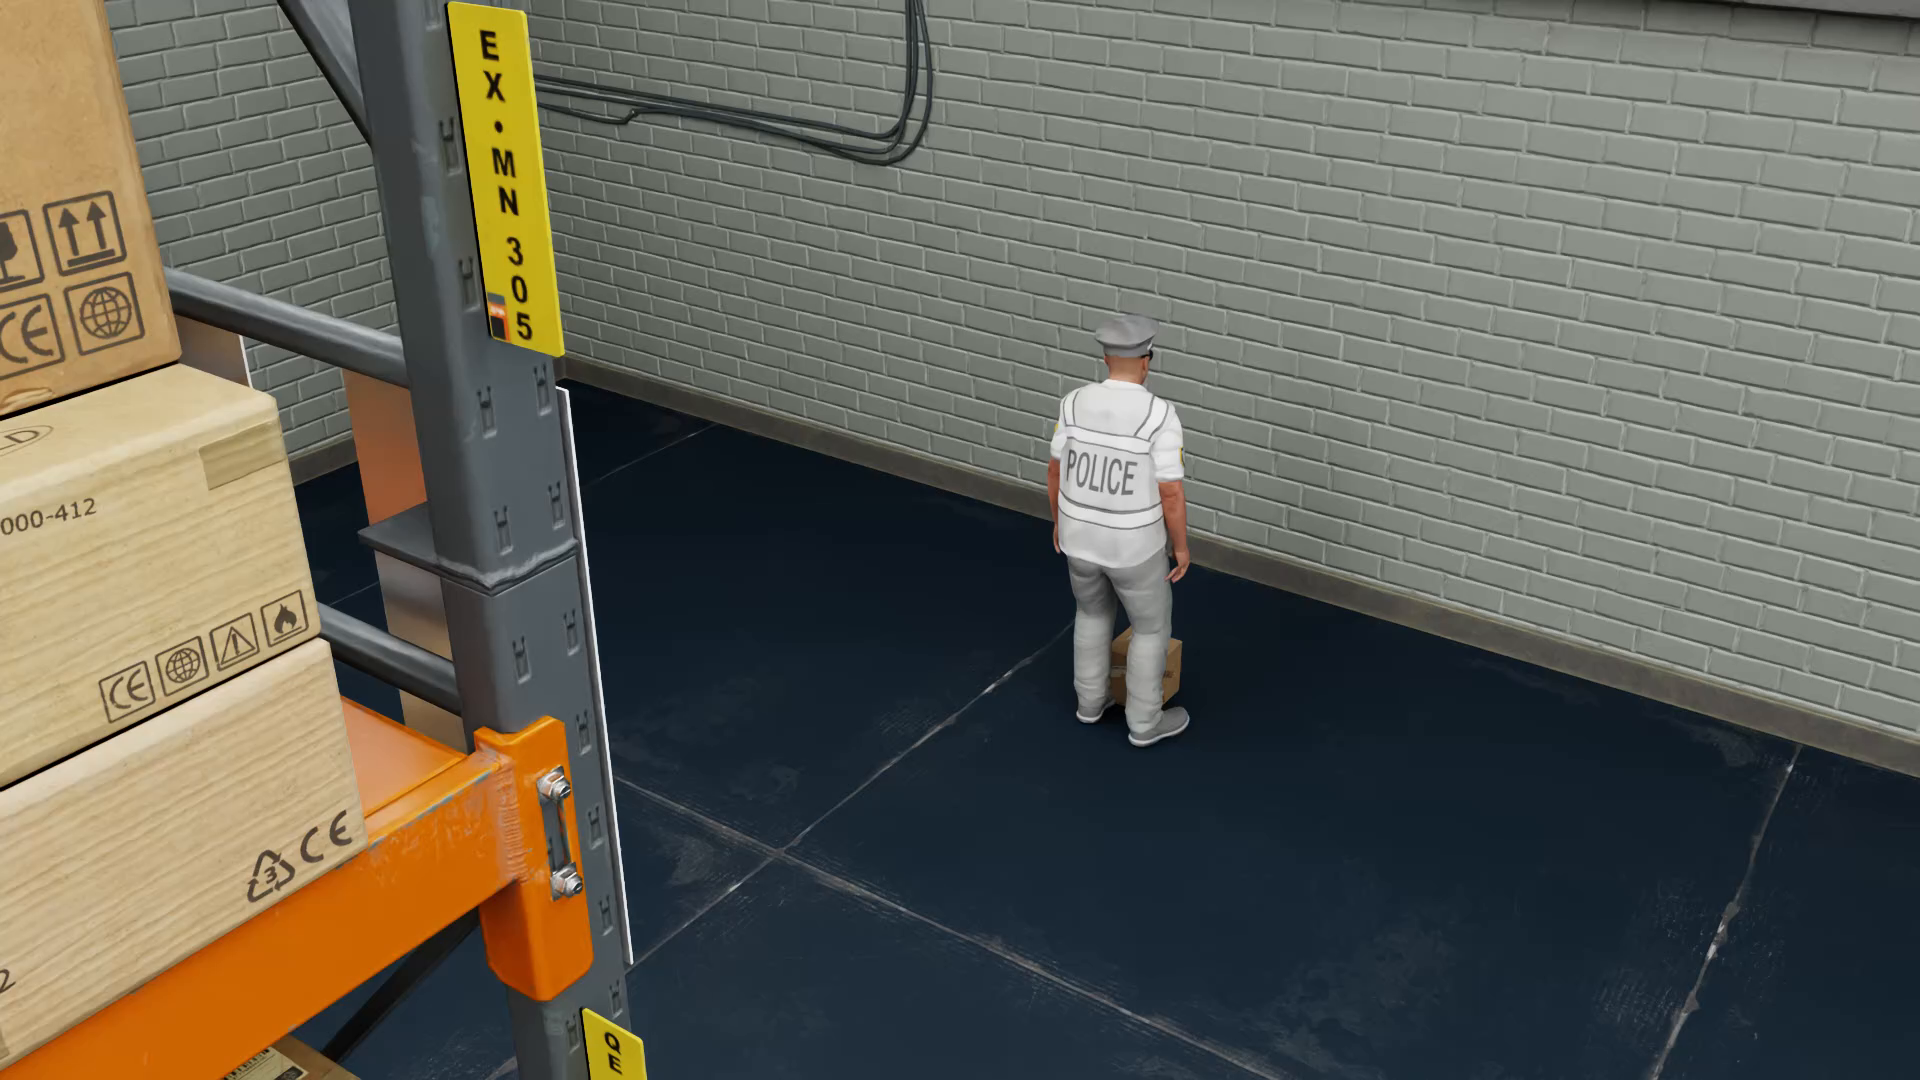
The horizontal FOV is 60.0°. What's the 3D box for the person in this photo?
[{"bbox_3d":[0.637,-0.015,6.638,0.605,1.747,0.479,15,30,27],"label":"person"}]
